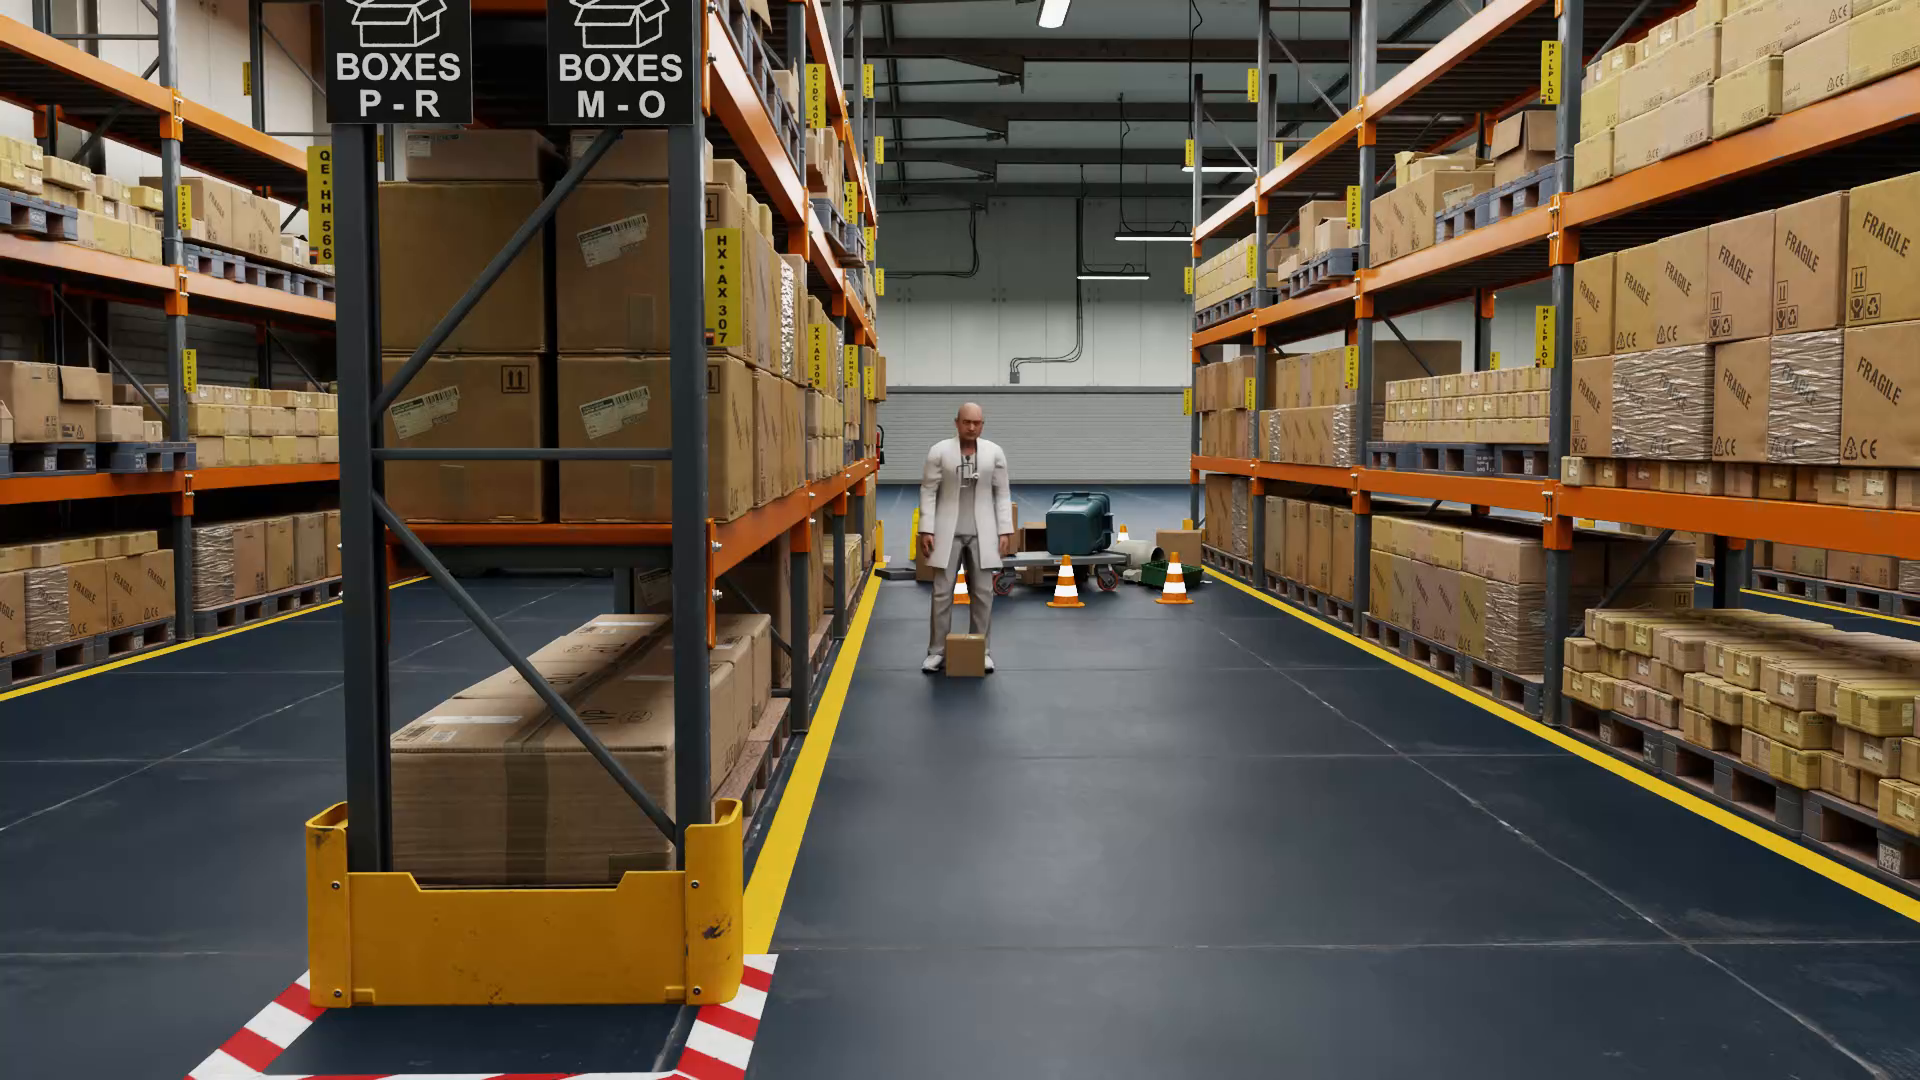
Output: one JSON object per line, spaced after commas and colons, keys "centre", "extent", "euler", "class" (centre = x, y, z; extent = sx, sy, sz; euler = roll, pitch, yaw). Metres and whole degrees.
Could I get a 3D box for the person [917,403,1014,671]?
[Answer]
{"centre": [0.039, -0.023, 11.066], "extent": [0.649, 1.772, 0.429], "euler": [0, 4, -5], "class": "person"}
